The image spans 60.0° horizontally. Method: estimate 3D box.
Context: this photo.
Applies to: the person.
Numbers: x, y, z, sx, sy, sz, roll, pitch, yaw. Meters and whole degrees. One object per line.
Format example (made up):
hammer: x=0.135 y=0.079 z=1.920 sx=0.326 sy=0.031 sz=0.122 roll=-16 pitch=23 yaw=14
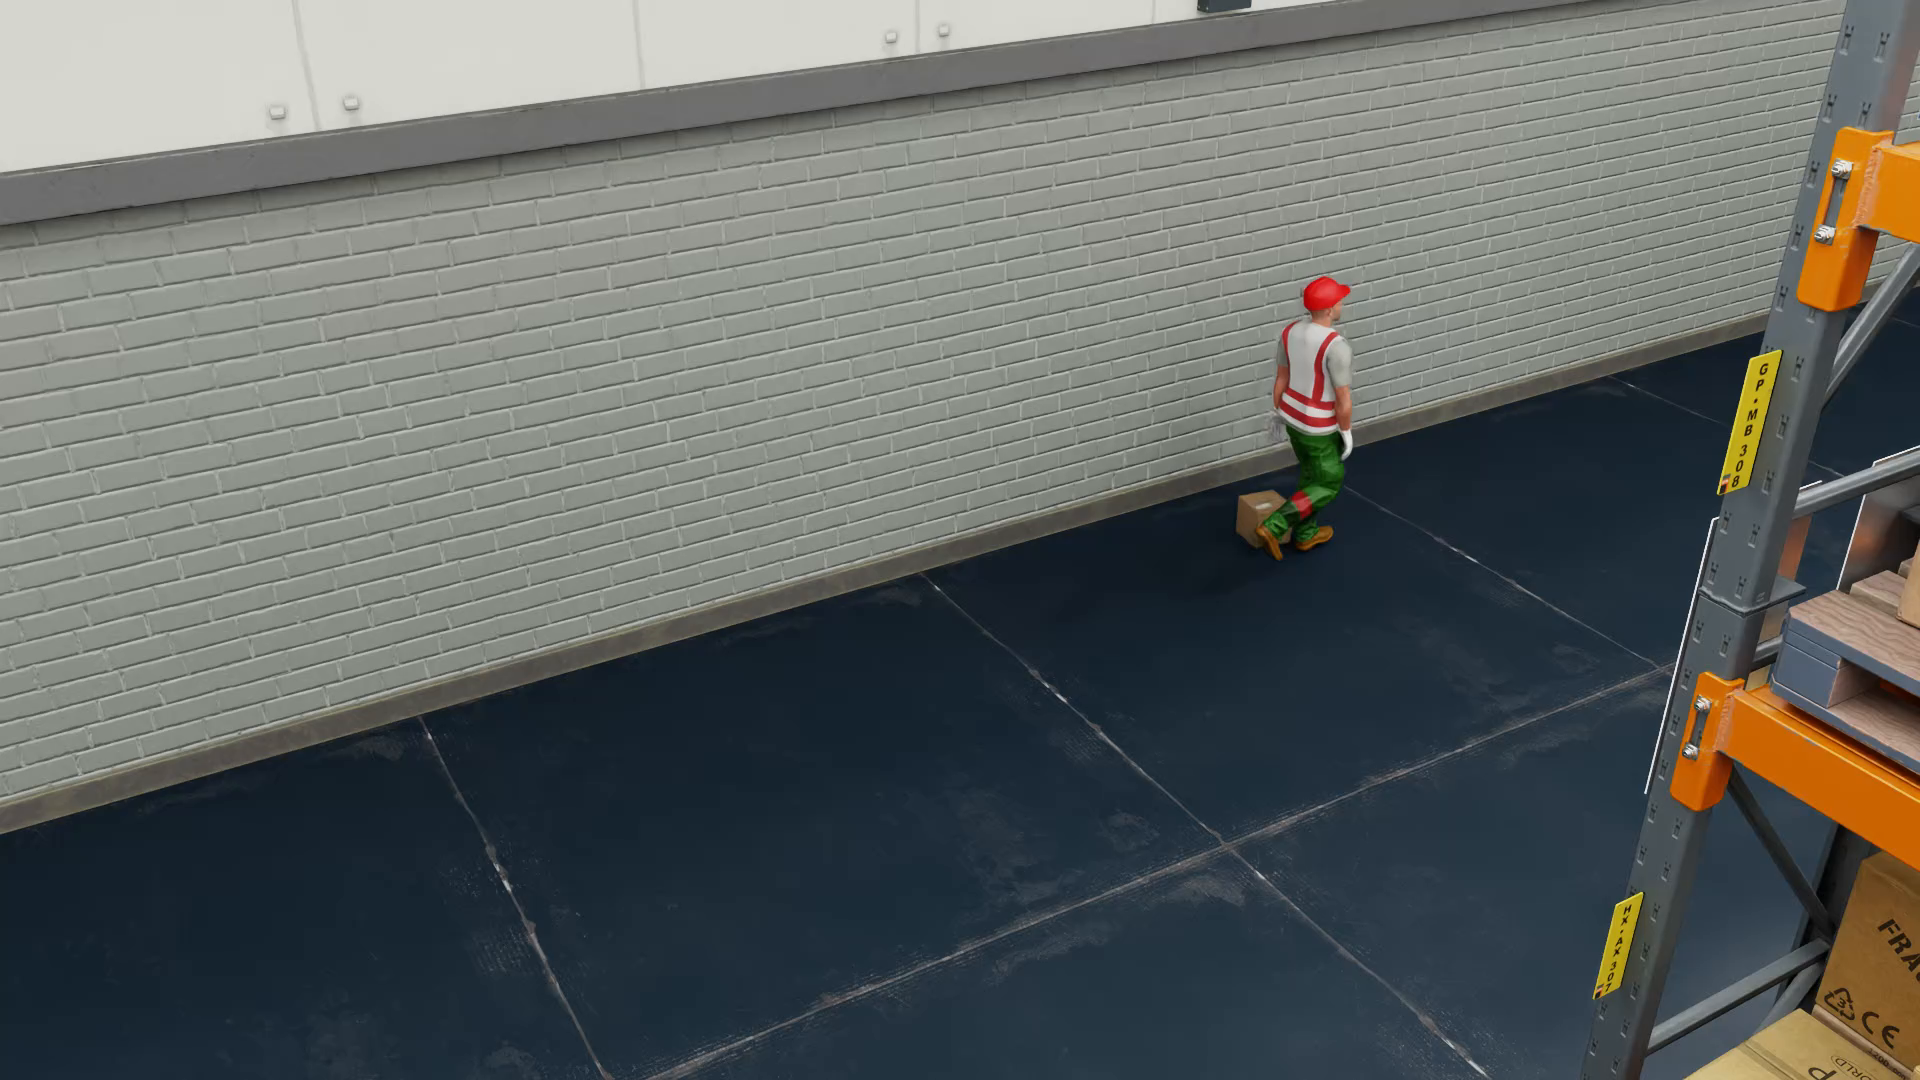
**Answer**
person: x=2.028 y=-0.680 z=9.751 sx=0.759 sy=1.769 sz=0.552 roll=-16 pitch=33 yaw=-27
